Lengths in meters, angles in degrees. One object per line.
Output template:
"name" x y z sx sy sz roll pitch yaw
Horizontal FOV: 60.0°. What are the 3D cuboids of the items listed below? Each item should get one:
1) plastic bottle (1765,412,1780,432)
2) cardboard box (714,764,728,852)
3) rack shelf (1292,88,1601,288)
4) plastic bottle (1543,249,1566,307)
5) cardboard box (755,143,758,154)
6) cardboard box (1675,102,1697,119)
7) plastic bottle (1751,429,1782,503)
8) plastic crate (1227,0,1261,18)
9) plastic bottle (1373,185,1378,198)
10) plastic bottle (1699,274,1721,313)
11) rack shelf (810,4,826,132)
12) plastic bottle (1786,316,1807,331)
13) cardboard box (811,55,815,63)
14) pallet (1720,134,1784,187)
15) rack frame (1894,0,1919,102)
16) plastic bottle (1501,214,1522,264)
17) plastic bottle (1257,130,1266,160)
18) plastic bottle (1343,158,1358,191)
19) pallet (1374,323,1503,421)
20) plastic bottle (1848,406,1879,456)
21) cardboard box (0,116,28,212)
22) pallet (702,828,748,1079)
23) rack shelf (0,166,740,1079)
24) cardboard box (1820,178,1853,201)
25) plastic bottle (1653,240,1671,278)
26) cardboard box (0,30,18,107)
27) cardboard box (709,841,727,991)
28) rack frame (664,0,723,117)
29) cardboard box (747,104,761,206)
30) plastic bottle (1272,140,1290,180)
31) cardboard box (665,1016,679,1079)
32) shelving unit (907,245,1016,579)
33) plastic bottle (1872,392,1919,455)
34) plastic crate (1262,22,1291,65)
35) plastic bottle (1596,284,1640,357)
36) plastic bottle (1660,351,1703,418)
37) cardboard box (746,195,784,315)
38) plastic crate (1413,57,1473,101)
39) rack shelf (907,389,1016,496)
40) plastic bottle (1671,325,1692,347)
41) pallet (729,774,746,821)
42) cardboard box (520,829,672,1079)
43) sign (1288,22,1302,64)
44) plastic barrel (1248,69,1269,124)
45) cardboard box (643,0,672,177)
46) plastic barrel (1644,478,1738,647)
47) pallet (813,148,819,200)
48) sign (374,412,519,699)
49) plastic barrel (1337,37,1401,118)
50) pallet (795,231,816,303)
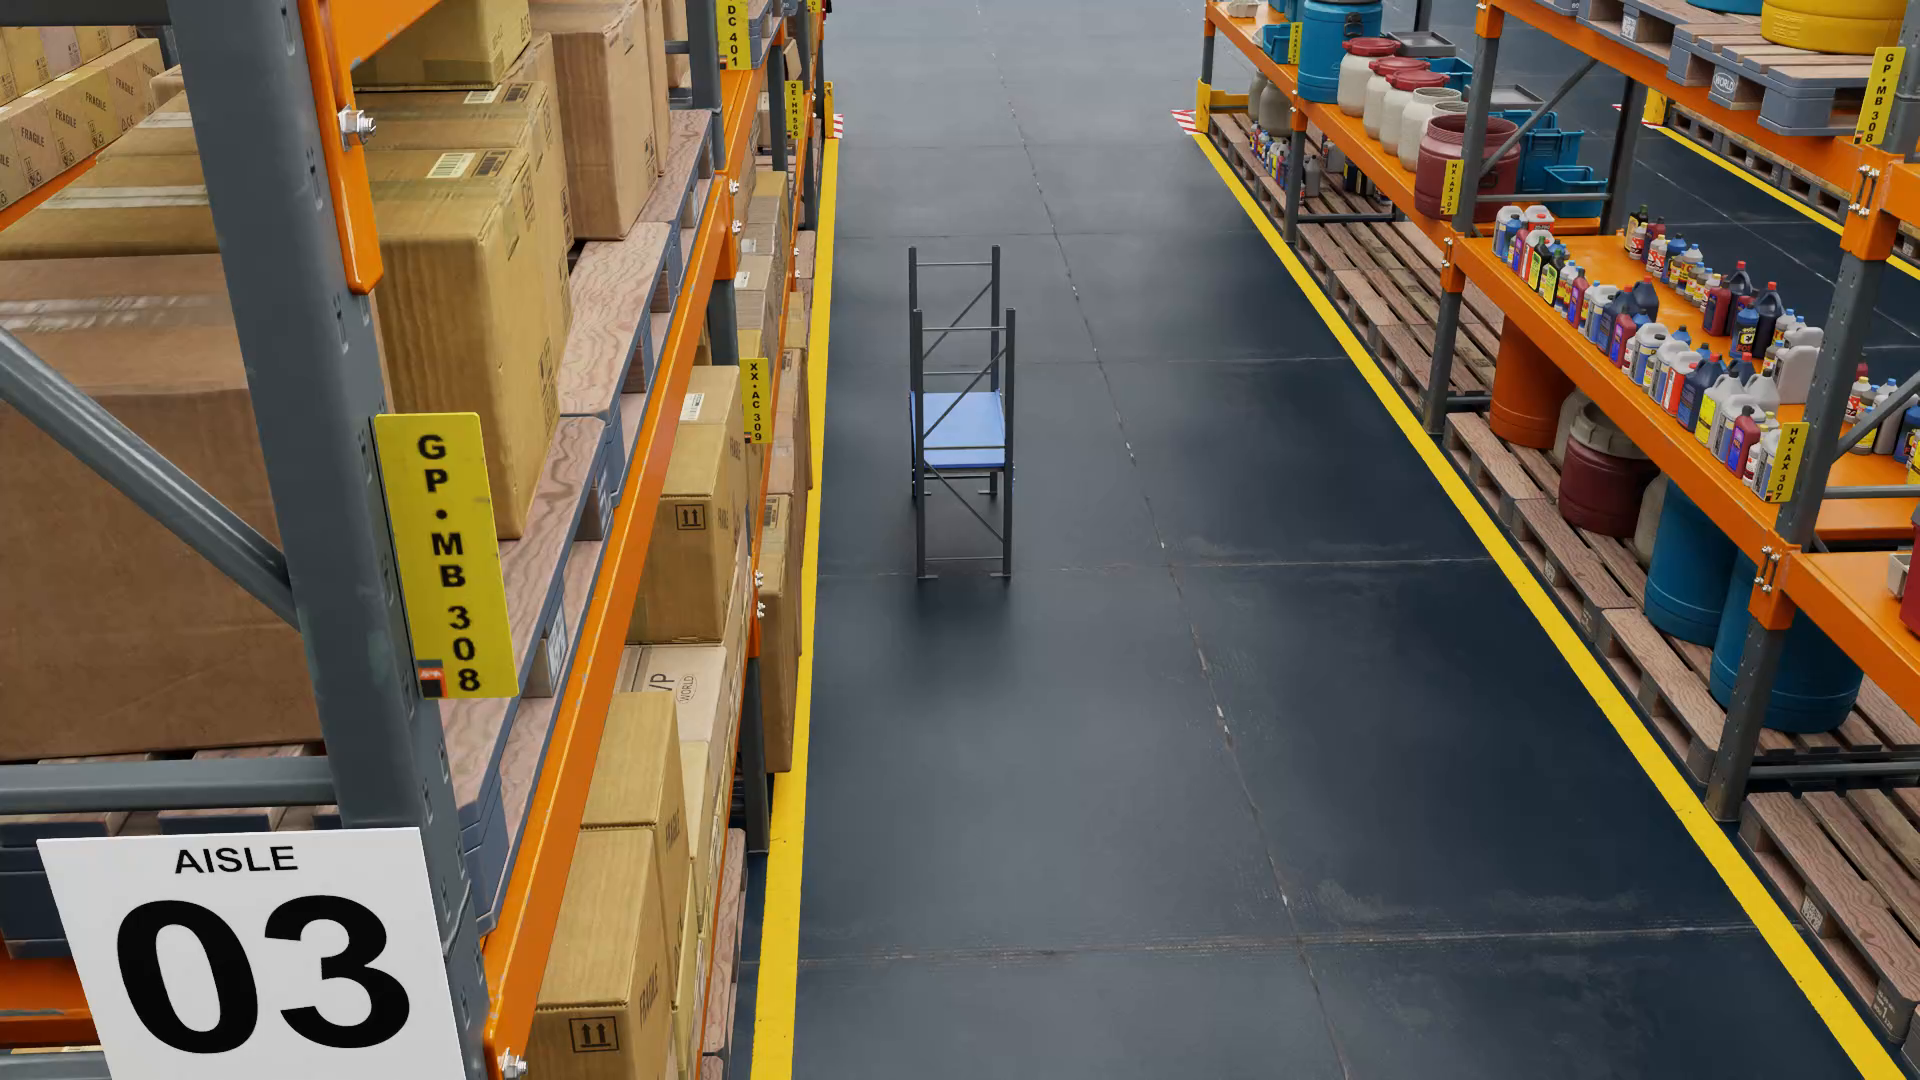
"plastic bottle" 3.426 -0.448 7.080 0.097 0.201 0.097 0 28 0
"cardboard box" -0.871 0.776 4.790 0.380 0.149 0.250 -2 28 -3
"rack shelf" 3.351 -2.633 11.833 1.077 0.370 4.000 -1 28 -3
"plastic bottle" 3.153 -1.386 8.790 0.061 0.283 0.133 -1 28 -3
"cardboard box" -1.688 -2.643 10.512 0.700 0.500 0.500 3 28 5
"cardboard box" 7.791 -4.555 17.259 0.500 0.250 0.500 -1 28 -3
"plastic bottle" 3.321 -0.300 6.717 0.152 0.276 0.135 -1 28 -3
"plastic crate" 2.763 -5.185 16.233 0.298 0.136 0.250 -1 28 -3
"plastic bottle" 3.657 -3.082 14.465 0.097 0.201 0.097 0 28 0
"plastic bottle" 3.938 -1.289 8.692 0.097 0.201 0.097 0 28 0
"rack shelf" -1.804 -4.361 15.145 1.077 0.370 4.000 -1 28 -3
"plastic bottle" 3.982 -0.936 7.940 0.097 0.271 0.097 0 28 0
"cardboard box" -1.446 -4.214 14.357 0.380 0.149 0.250 -1 28 -3
"pallet" 8.127 -3.690 16.097 1.003 0.211 1.213 -1 28 -3
"rack frame" 3.664 -2.841 4.967 1.000 3.000 0.127 -1 28 -3
"plastic bottle" 3.134 -1.710 9.423 0.097 0.271 0.097 0 28 0
"plastic bottle" 2.839 -3.705 15.585 0.097 0.271 0.097 0 28 0
"plastic bottle" 3.475 -3.276 14.675 0.144 0.351 0.185 -1 28 -3
"pallet" 3.454 -1.151 11.228 1.003 0.211 1.213 -1 28 -3
"plastic bottle" 3.878 -0.473 7.129 0.097 0.201 0.097 0 28 0
"cardboard box" -6.232 -2.329 10.363 0.500 0.500 0.500 -2 28 -3
"pallet" -1.320 1.528 6.092 1.003 0.211 1.213 -1 28 -3
"rack shelf" -1.177 -0.149 3.826 1.077 0.370 4.000 -1 28 -3
"cardboard box" 7.951 -3.170 14.603 0.500 0.250 0.500 -1 28 -3
"plastic bottle" 3.908 -1.559 9.210 0.097 0.201 0.097 0 28 0
"cardboard box" -6.519 -3.001 10.572 0.700 0.500 0.500 -2 28 -3
"cardboard box" -1.327 1.001 5.931 0.875 0.875 0.875 -1 28 -3
"rack frame" -1.282 -2.722 4.737 1.000 3.000 0.127 -1 28 -3
"cardboard box" -1.469 -2.060 8.763 0.797 0.503 0.637 0 28 -1
"plastic bottle" 2.898 -3.425 14.961 0.144 0.351 0.185 -2 28 -3
"cardboard box" -0.862 1.252 3.446 0.500 0.250 0.500 -2 28 -3
"shelving unit" -0.004 -0.704 8.979 0.538 1.500 1.048 -1 28 -3
"plastic bottle" 4.002 -0.518 7.134 0.152 0.276 0.135 -1 28 -3
"plastic crate" 2.918 -4.314 14.439 0.499 0.251 0.616 -1 28 -3
"plastic bottle" 3.232 -1.085 8.139 0.144 0.351 0.185 -1 28 -3
"plastic bottle" 3.276 -0.702 7.487 0.152 0.276 0.135 -1 28 -3
"cardboard box" -1.197 -1.501 8.776 0.500 0.500 0.500 -2 28 -3
"plastic crate" 3.615 -3.367 12.479 0.392 0.384 0.575 -1 28 -3
"rack shelf" -0.004 -0.545 9.062 0.538 0.185 1.000 -1 28 -3
"plastic bottle" 3.380 -0.881 7.834 0.097 0.271 0.097 0 28 0
"pallet" -1.397 0.820 7.449 1.003 0.211 1.213 -1 28 -3
"cardboard box" -0.854 0.929 3.255 0.500 0.500 0.500 -2 28 -4
"sign" 2.697 -3.990 13.358 0.100 0.325 0.005 -1 28 -3
"plastic barrel" 3.149 -4.504 16.878 0.421 0.512 0.421 0 28 0
"cardboard box" -1.181 -1.307 4.597 0.700 0.500 0.500 -3 28 -6
"plastic barrel" 3.616 -0.016 7.851 0.600 0.901 0.708 -1 28 -3
"pallet" -1.837 -3.394 15.529 1.003 0.211 1.213 -1 28 -3
"sign" -0.518 0.022 1.689 0.100 0.325 0.005 -1 28 -3
"plastic barrel" 3.078 -3.489 12.549 0.433 0.535 0.433 0 28 0
"pallet" -1.657 -2.160 13.164 1.003 0.211 1.213 -1 28 -3
